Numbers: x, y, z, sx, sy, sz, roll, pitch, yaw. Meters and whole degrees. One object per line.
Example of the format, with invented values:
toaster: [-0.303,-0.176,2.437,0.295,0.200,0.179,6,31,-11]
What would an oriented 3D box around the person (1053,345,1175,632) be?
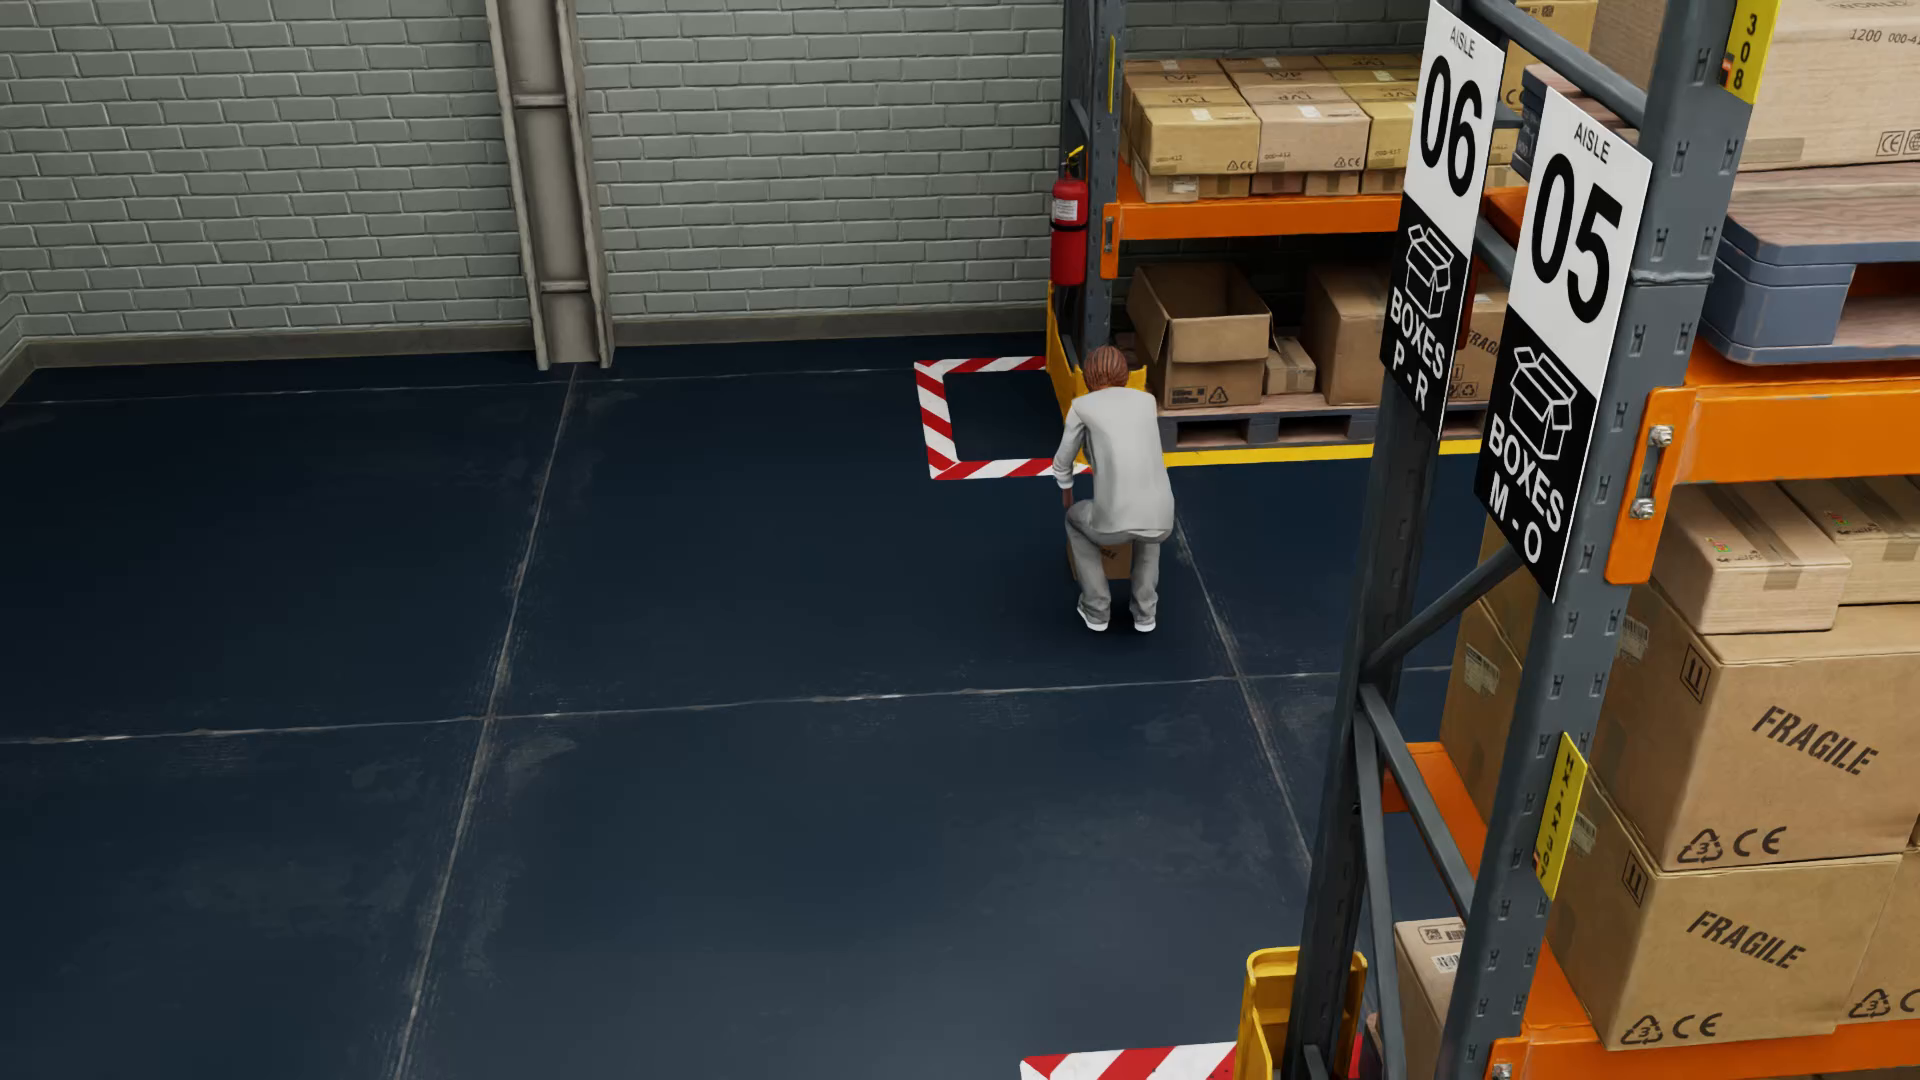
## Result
person: [0.632,-0.161,6.871,0.463,1.115,0.736,-3,32,-5]
